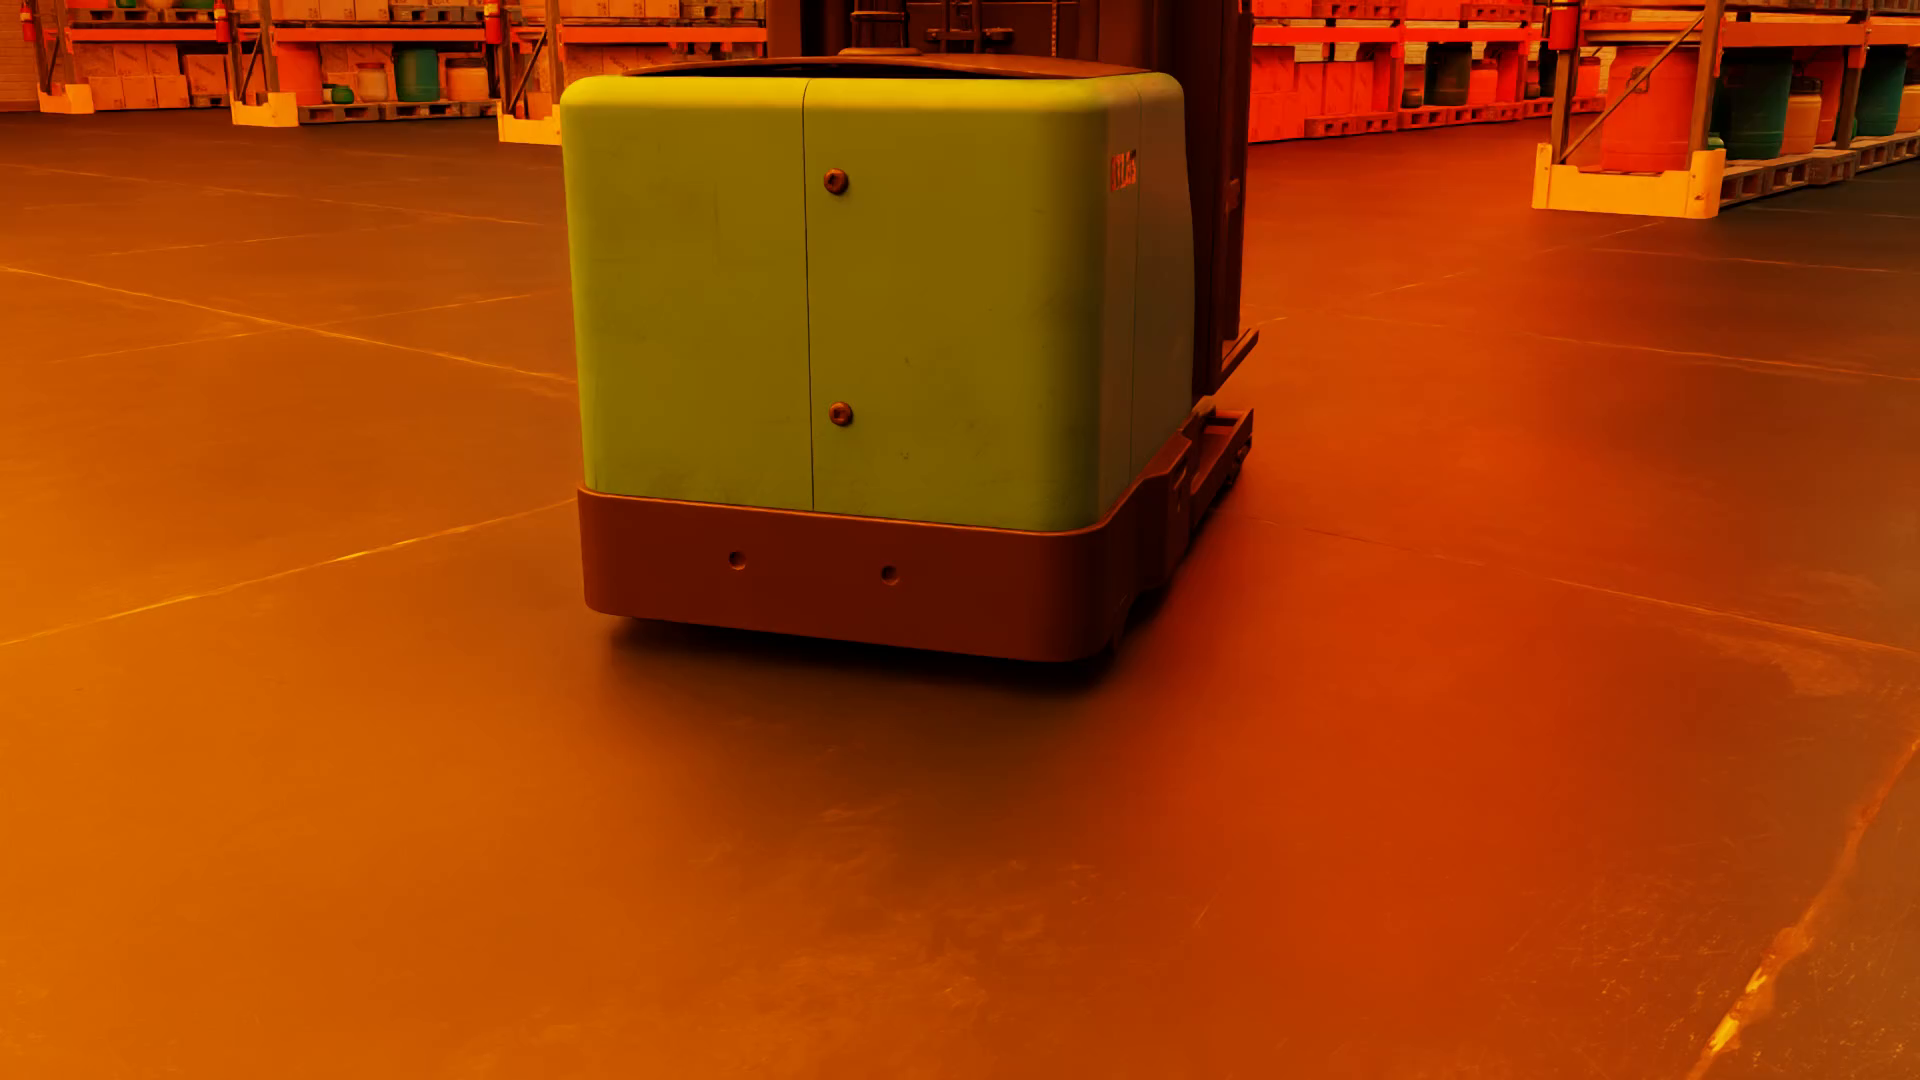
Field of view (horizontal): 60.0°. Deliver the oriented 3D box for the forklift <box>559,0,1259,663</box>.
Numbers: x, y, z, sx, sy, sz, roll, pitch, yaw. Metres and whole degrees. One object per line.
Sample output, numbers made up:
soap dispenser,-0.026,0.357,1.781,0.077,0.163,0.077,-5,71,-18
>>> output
forklift,0.182,-1.571,4.072,1.130,2.935,3.031,5,18,17
